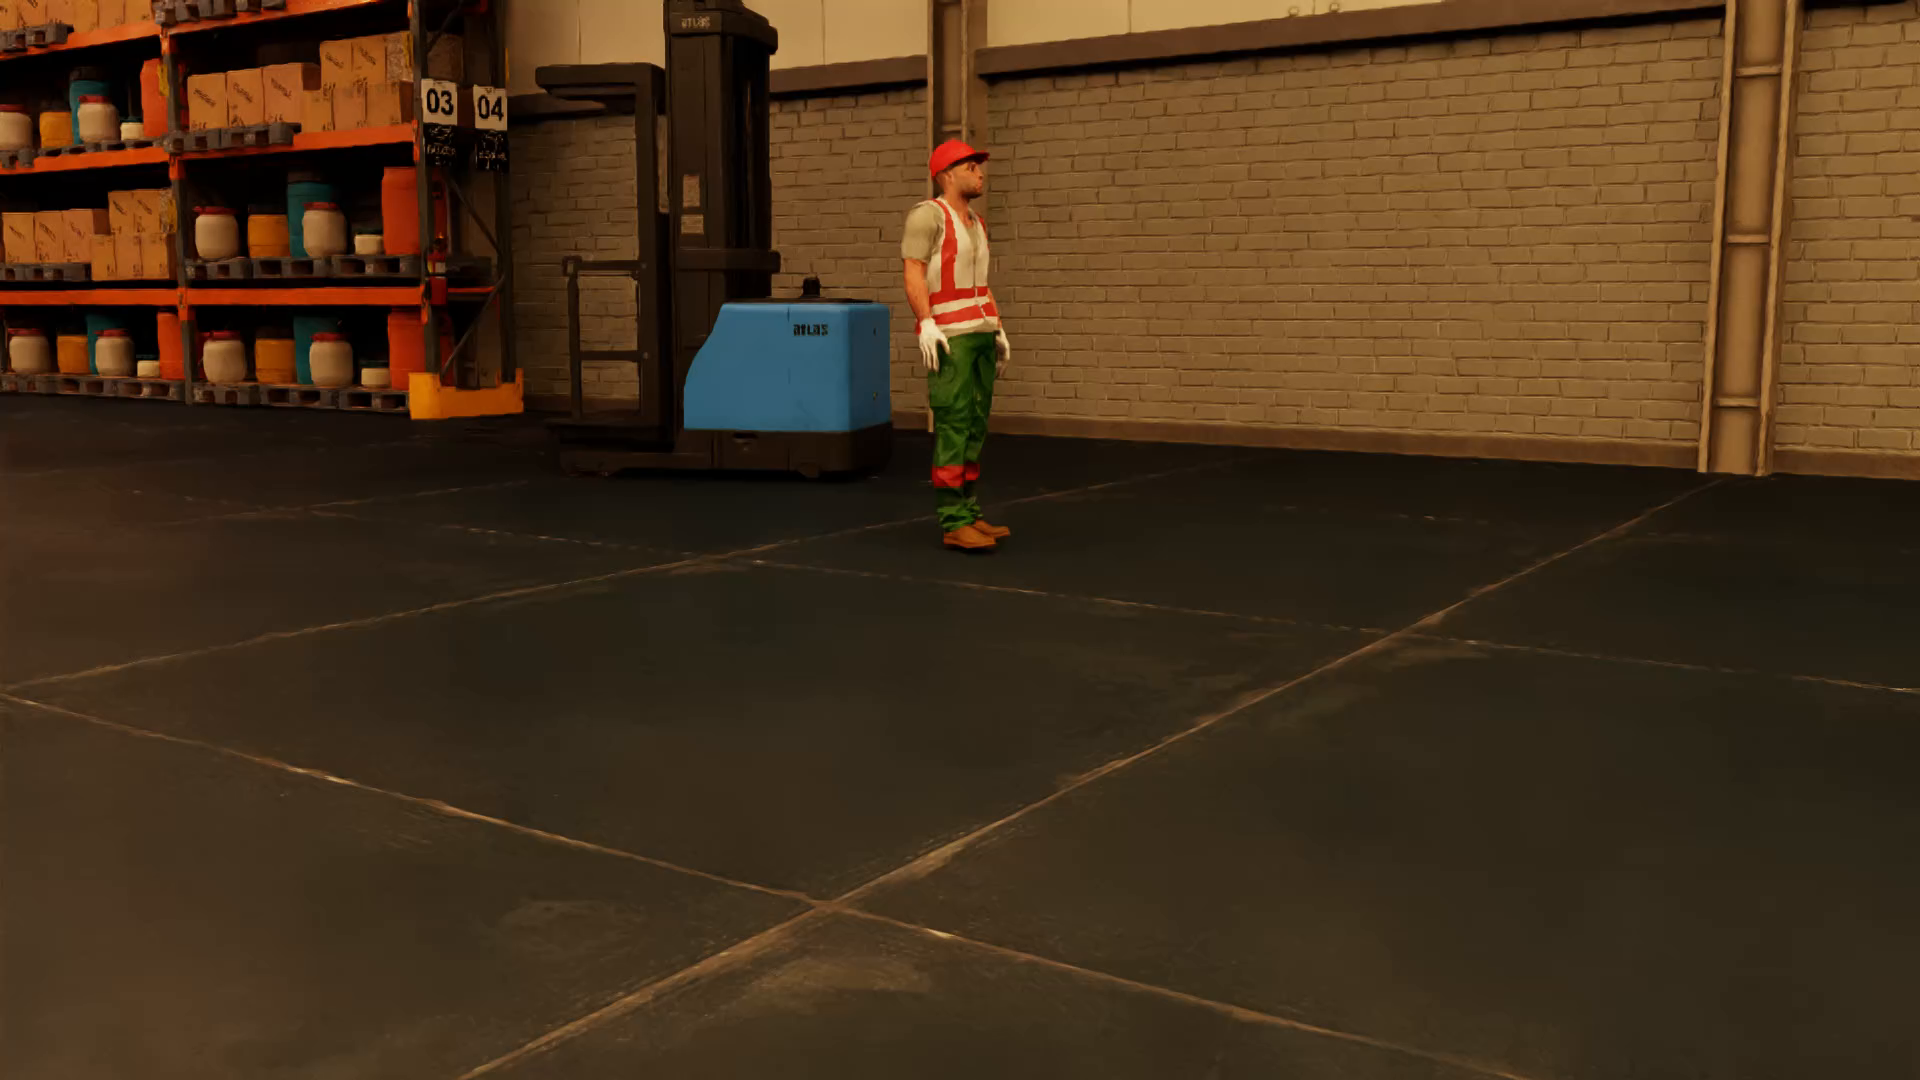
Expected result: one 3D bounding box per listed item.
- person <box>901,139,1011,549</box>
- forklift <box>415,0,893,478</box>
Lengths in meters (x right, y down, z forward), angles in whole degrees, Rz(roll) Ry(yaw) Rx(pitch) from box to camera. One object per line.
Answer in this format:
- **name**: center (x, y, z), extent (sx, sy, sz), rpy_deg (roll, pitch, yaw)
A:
- **person**: center (0.060, -0.885, 7.423), extent (0.563, 1.787, 0.637), rpy_deg (5, 10, 34)
- **forklift**: center (-2.013, -1.912, 10.637), extent (3.031, 2.935, 1.130), rpy_deg (2, 8, 14)
